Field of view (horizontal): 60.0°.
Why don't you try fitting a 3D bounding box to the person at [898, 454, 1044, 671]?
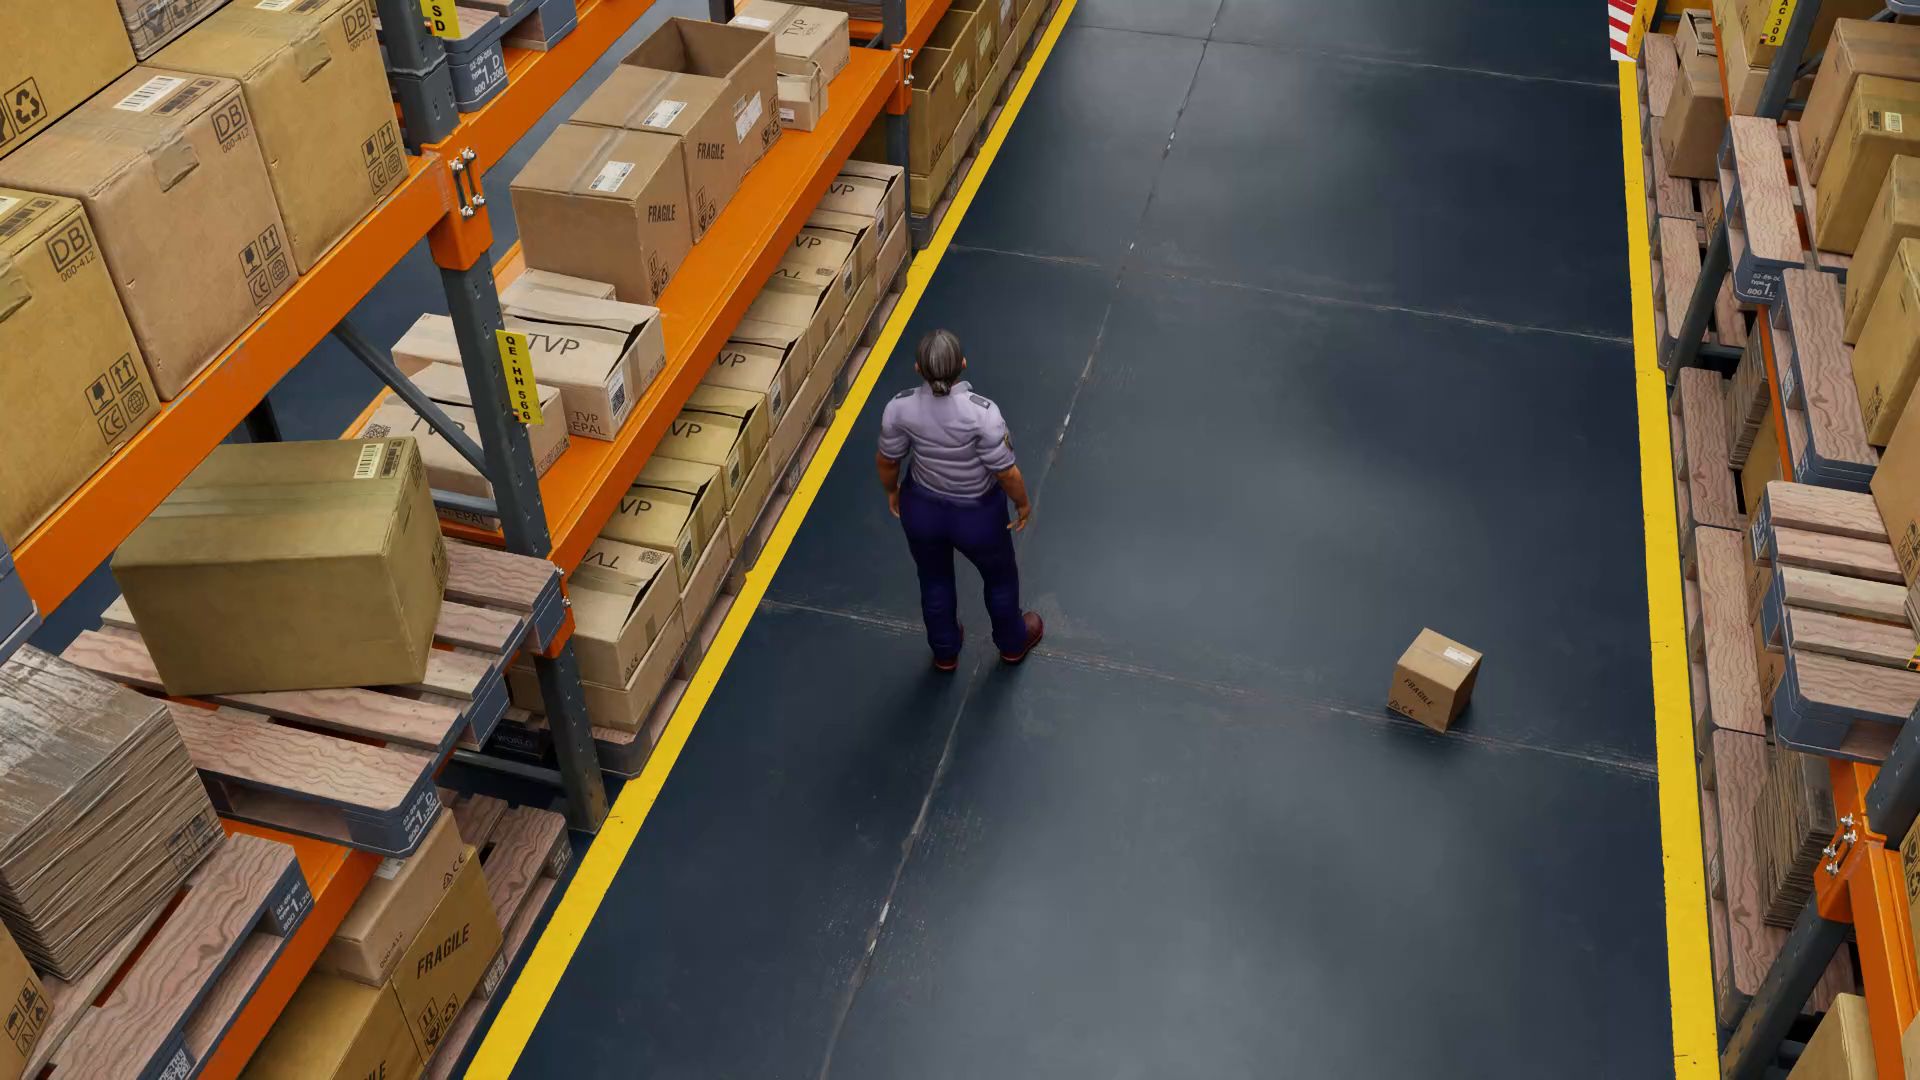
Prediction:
[{"bbox_3d":[0.052,0.070,6.544,0.525,1.031,0.500,10,42,11],"label":"person"}]
